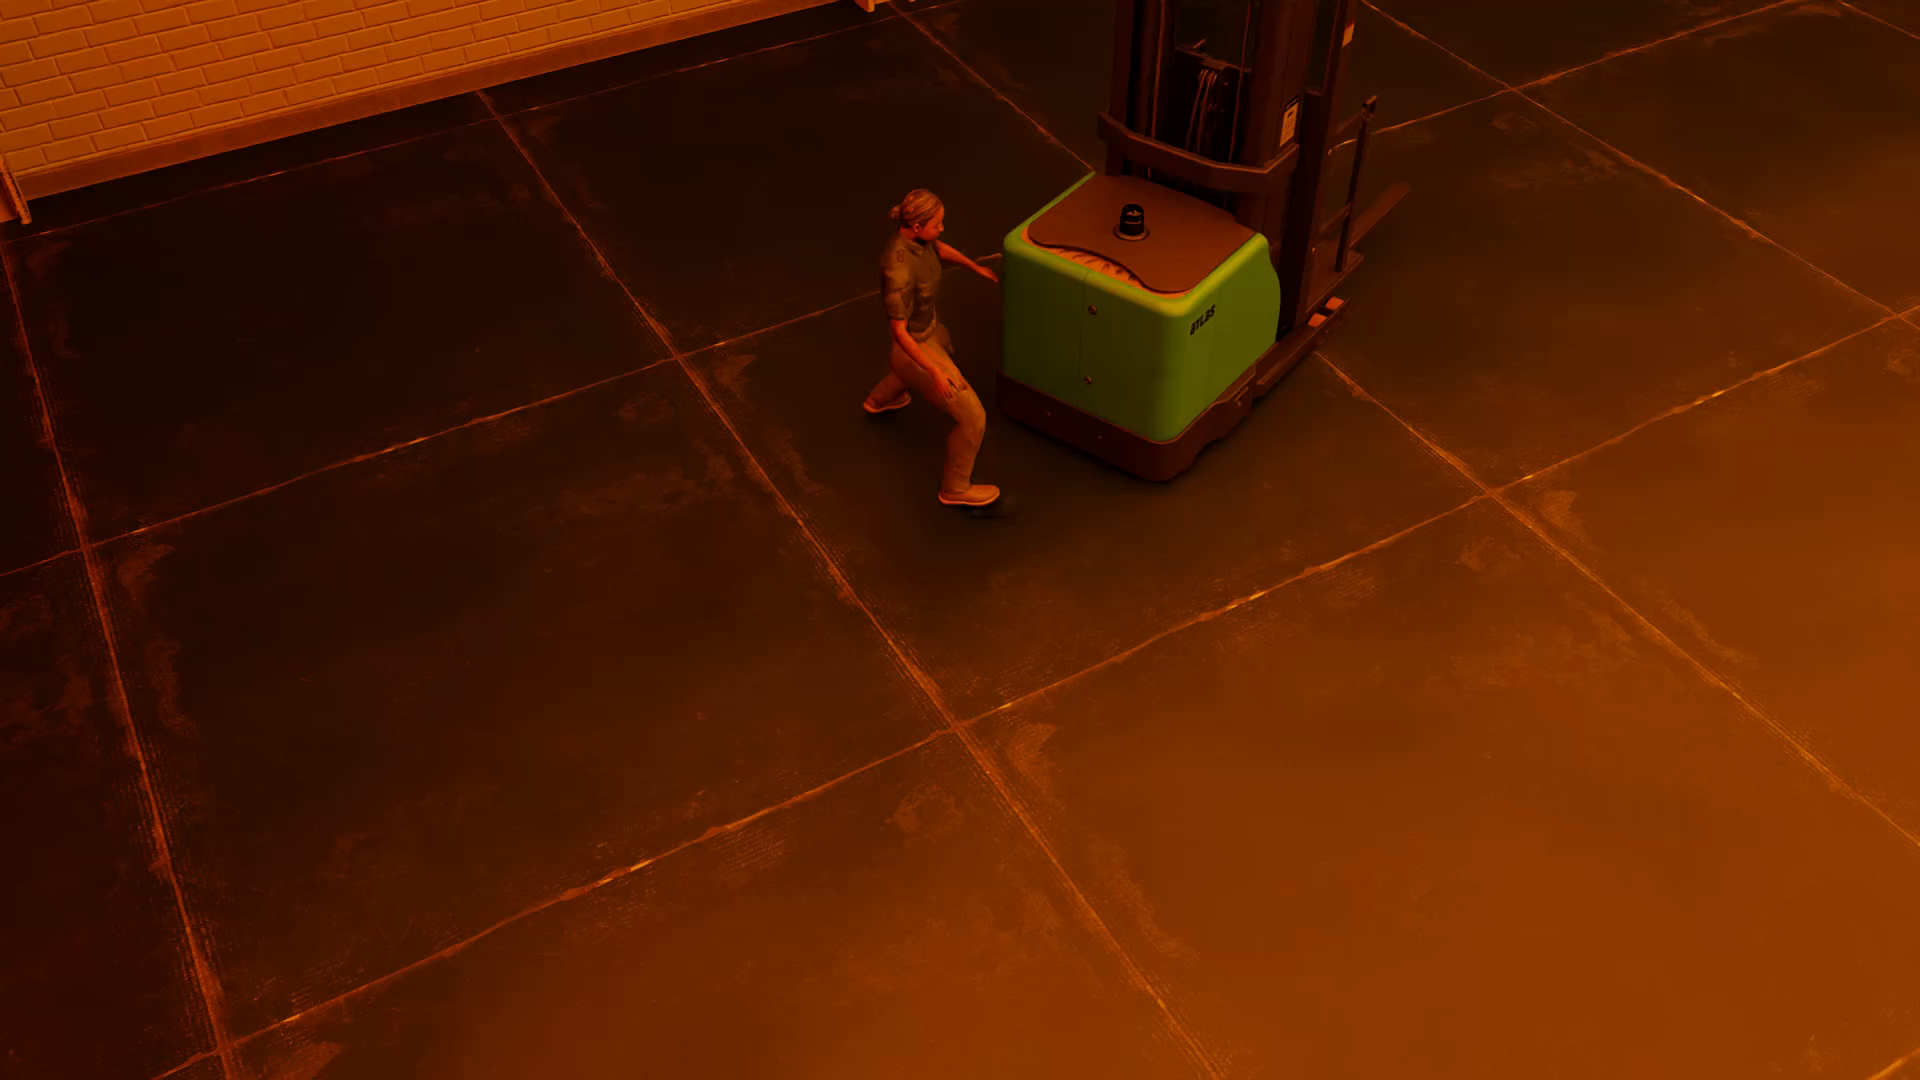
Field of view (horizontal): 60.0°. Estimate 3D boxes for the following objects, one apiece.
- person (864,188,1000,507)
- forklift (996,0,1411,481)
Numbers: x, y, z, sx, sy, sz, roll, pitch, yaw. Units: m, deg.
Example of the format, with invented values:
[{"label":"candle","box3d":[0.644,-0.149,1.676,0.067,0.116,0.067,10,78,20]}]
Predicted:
[{"label":"person","box3d":[-0.139,-0.994,7.827,0.784,1.490,0.906,6,43,7]},{"label":"forklift","box3d":[1.474,-2.312,8.190,1.130,2.935,3.031,27,49,26]}]
